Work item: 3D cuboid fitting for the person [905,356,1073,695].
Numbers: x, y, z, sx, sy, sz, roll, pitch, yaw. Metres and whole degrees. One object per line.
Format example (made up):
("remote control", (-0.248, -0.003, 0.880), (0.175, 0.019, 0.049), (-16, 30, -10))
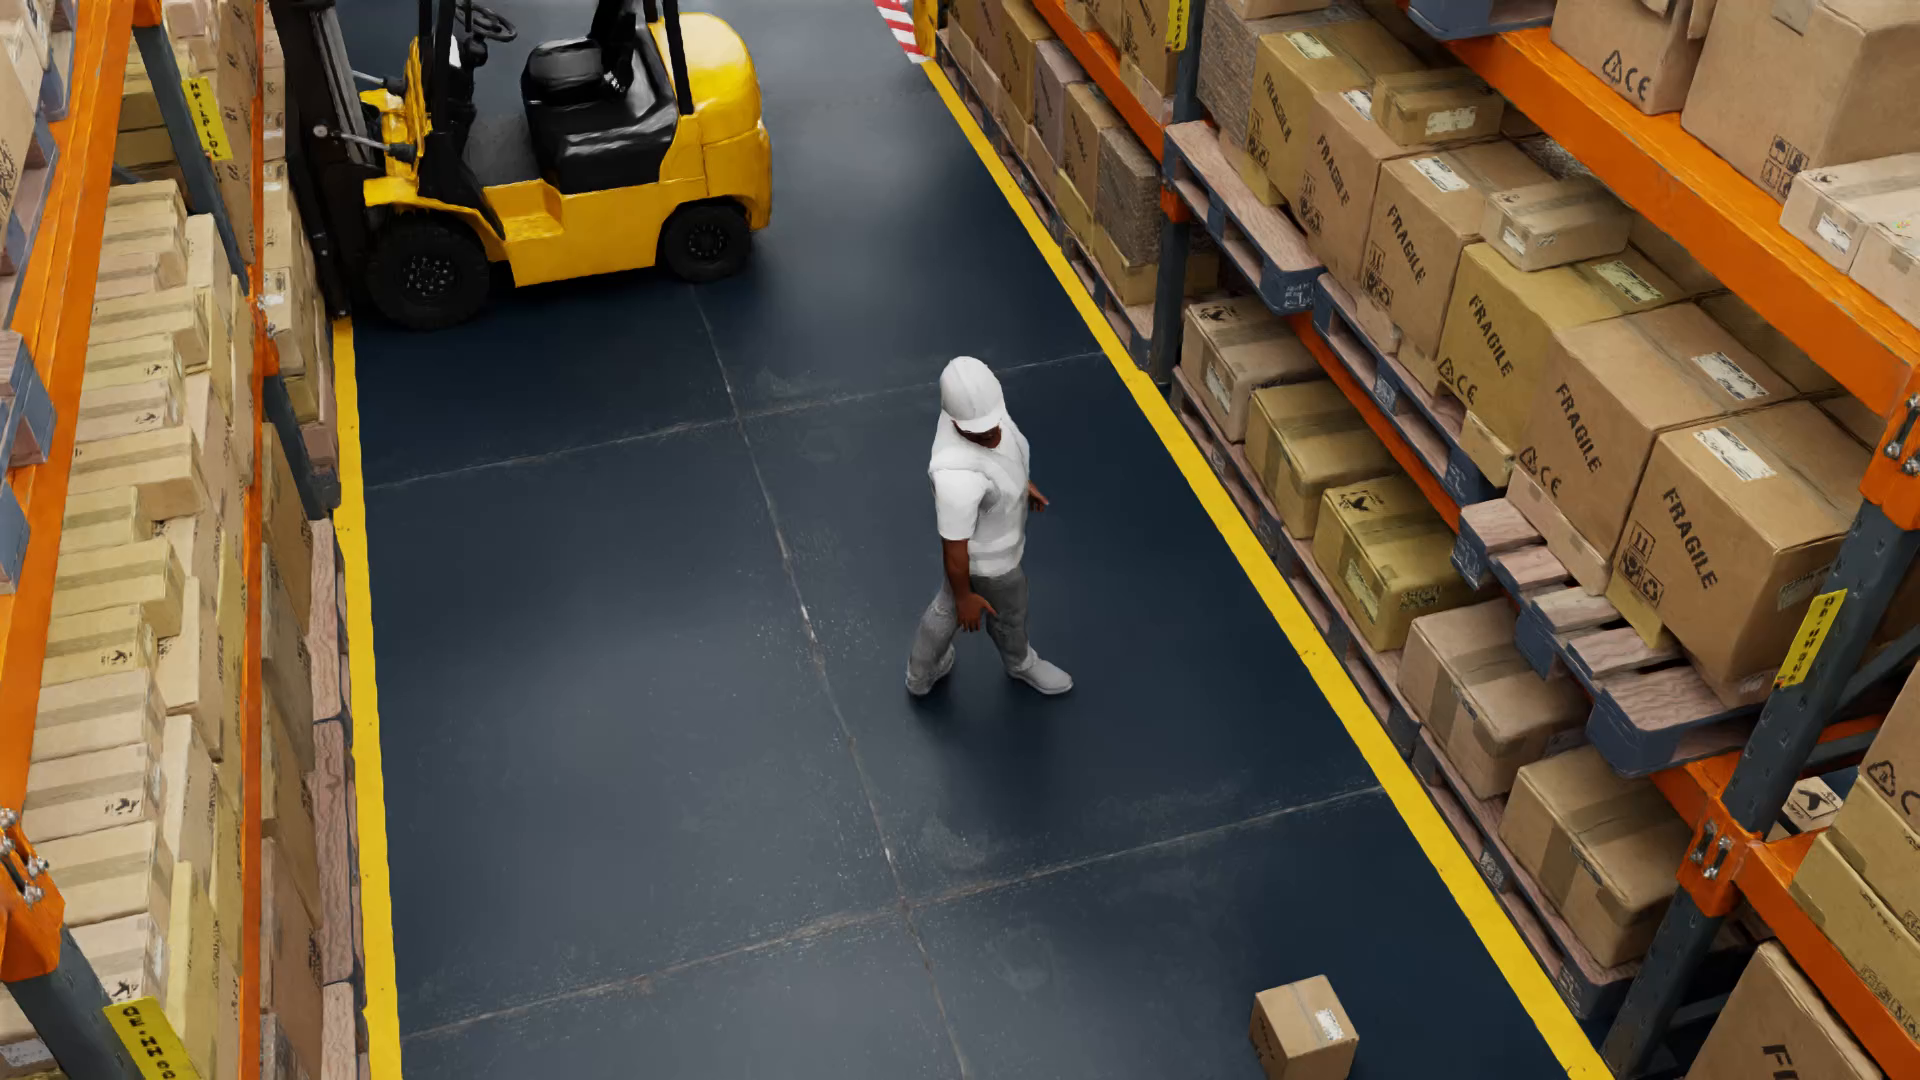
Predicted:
("person", (0.121, -0.009, 6.164), (0.679, 1.737, 0.613), (-3, 42, -4))
